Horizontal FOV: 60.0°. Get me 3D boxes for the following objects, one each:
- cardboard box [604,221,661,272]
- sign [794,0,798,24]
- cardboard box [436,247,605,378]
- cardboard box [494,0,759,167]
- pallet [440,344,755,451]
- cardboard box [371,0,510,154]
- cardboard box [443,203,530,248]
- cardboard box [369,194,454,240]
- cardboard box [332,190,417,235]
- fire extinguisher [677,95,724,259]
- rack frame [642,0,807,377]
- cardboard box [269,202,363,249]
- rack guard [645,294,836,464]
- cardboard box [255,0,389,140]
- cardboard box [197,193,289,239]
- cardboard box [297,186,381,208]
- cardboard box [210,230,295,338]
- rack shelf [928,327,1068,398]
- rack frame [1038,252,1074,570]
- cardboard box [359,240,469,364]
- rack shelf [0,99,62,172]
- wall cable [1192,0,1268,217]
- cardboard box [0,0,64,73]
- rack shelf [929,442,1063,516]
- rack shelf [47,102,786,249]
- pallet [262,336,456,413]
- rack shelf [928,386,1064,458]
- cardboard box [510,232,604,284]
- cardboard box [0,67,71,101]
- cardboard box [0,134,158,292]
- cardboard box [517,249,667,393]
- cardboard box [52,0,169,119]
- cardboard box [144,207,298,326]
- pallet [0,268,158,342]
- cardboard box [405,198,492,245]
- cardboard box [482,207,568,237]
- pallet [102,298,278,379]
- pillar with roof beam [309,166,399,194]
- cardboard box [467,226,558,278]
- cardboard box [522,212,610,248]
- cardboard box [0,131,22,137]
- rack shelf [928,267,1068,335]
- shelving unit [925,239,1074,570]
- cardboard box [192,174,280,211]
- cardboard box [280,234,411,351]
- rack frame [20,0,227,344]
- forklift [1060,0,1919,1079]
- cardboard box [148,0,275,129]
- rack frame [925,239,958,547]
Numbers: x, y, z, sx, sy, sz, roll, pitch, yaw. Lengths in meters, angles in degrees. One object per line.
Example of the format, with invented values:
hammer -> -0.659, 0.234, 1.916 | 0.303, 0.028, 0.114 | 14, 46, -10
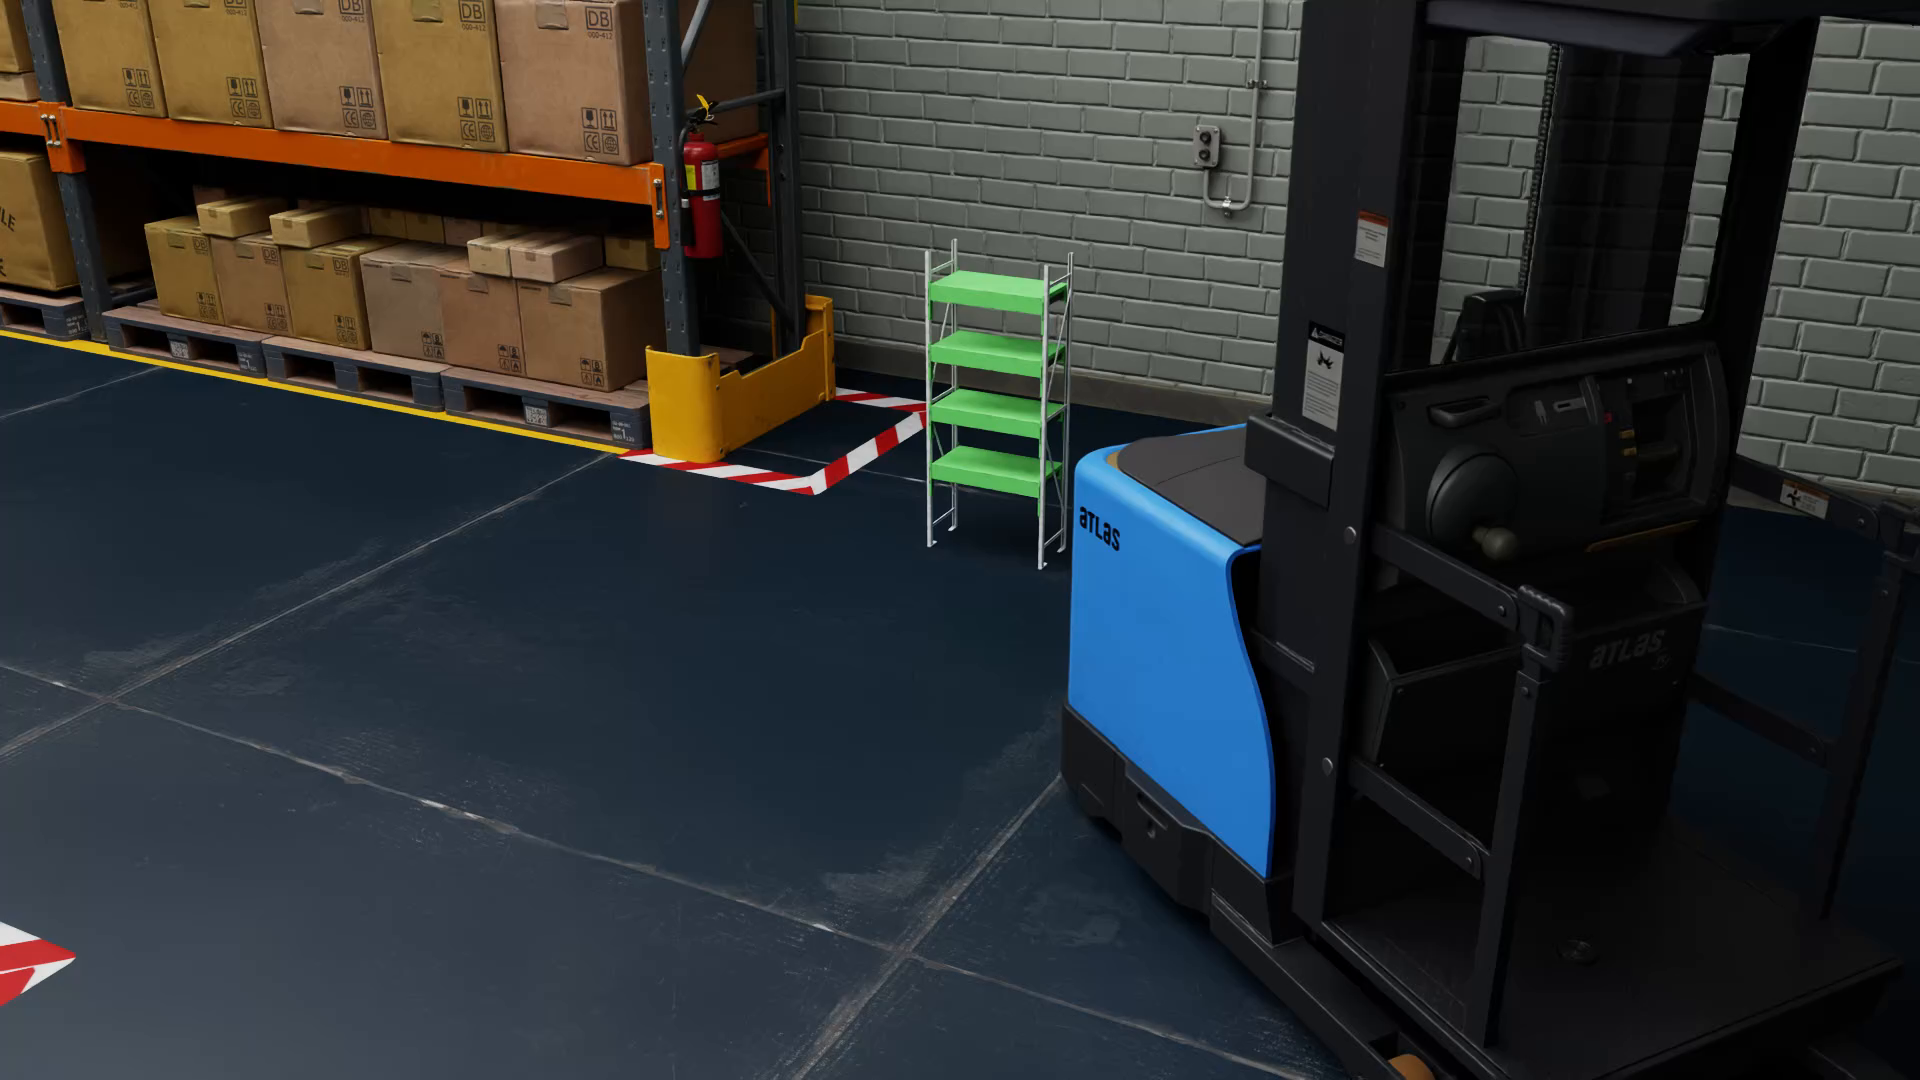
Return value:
cardboard box -> -1.517, -1.435, 8.119 | 0.250, 0.149, 0.380 | 11, 26, 25
sign -> -0.793, -2.584, 7.787 | 0.005, 0.325, 0.100 | 11, 25, 25
cardboard box -> -2.165, -1.177, 8.341 | 0.500, 0.500, 0.700 | 11, 25, 24
cardboard box -> -1.509, -2.181, 7.663 | 0.700, 0.700, 0.980 | 12, 26, 27
pallet -> -1.798, -0.787, 8.332 | 1.213, 0.211, 1.003 | 11, 25, 25
cardboard box -> -2.163, -2.306, 7.956 | 0.700, 0.700, 0.980 | 11, 25, 24
cardboard box -> -2.420, -1.613, 8.538 | 0.250, 0.149, 0.380 | 12, 26, 25
cardboard box -> -2.875, -1.703, 8.750 | 0.250, 0.149, 0.380 | 11, 25, 24
cardboard box -> -3.106, -1.748, 8.856 | 0.250, 0.149, 0.380 | 11, 26, 25
fire extinguisher -> -1.122, -1.562, 7.165 | 0.183, 0.674, 0.296 | 11, 25, 25
rack frame -> -1.049, -1.957, 7.518 | 0.127, 3.000, 1.000 | 11, 25, 25
cardboard box -> -3.308, -1.620, 8.556 | 0.250, 0.149, 0.380 | 10, 25, 23
rack guard -> -1.027, -0.802, 7.997 | 0.348, 0.500, 1.175 | 11, 25, 25
cardboard box -> -2.839, -2.444, 8.280 | 0.700, 0.700, 0.980 | 10, 25, 22
cardboard box -> -3.774, -1.712, 8.772 | 0.250, 0.149, 0.380 | 12, 26, 26
cardboard box -> -3.331, -1.793, 8.962 | 0.250, 0.149, 0.380 | 10, 25, 23
cardboard box -> -3.551, -1.448, 8.980 | 0.500, 0.500, 0.700 | 11, 25, 24
rack shelf -> 0.148, -0.685, 6.378 | 0.480, 0.148, 0.258 | 11, 25, 25
rack frame -> 0.365, -0.480, 6.345 | 0.015, 1.200, 0.240 | 11, 25, 25
cardboard box -> -2.614, -1.265, 8.550 | 0.500, 0.500, 0.700 | 10, 25, 23
rack shelf -> -6.403, -2.685, 10.150 | 4.000, 0.370, 1.077 | 11, 25, 25
wall cable -> 0.521, -2.528, 7.565 | 1.851, 1.984, 0.084 | 11, 25, 25
cardboard box -> -5.144, -2.849, 9.082 | 0.500, 0.500, 0.500 | 11, 25, 24
rack shelf -> 0.148, -0.243, 6.565 | 0.480, 0.148, 0.258 | 11, 25, 25
rack shelf -> -2.834, -1.979, 8.489 | 4.000, 0.370, 1.077 | 11, 25, 25
pallet -> -2.882, -1.003, 8.839 | 1.213, 0.211, 1.003 | 11, 25, 25
rack shelf -> 0.148, -0.464, 6.471 | 0.480, 0.148, 0.258 | 11, 25, 25
cardboard box -> -1.916, -1.346, 7.910 | 0.250, 0.149, 0.380 | 11, 25, 24
cardboard box -> -5.048, -2.517, 9.132 | 0.250, 0.149, 0.380 | 11, 26, 25
cardboard box -> -5.257, -1.936, 9.681 | 0.750, 0.750, 0.750 | 12, 26, 25
cardboard box -> -1.719, -1.088, 8.134 | 0.500, 0.500, 0.700 | 11, 25, 25
cardboard box -> -4.142, -2.700, 8.882 | 0.700, 0.700, 0.980 | 12, 26, 25
cardboard box -> -3.997, -1.538, 9.191 | 0.500, 0.500, 0.700 | 12, 26, 25
pallet -> -5.341, -1.490, 9.983 | 1.213, 0.211, 1.003 | 11, 25, 25
cardboard box -> -2.649, -1.658, 8.644 | 0.250, 0.149, 0.380 | 11, 26, 25
cardboard box -> -2.192, -1.568, 8.433 | 0.250, 0.149, 0.380 | 11, 26, 25
pallet -> -3.975, -1.218, 9.345 | 1.213, 0.211, 1.003 | 11, 25, 25
pillar with roof beam -> -5.546, -4.099, 4.889 | 0.400, 9.000, 9.100 | 11, 25, 25
cardboard box -> -2.144, -1.391, 8.016 | 0.250, 0.149, 0.380 | 12, 26, 26
cardboard box -> -1.969, -1.524, 8.329 | 0.250, 0.149, 0.380 | 11, 26, 25
cardboard box -> -6.052, -2.092, 10.047 | 0.750, 0.750, 0.750 | 12, 26, 26
rack shelf -> 0.148, -0.906, 6.284 | 0.480, 0.148, 0.258 | 11, 25, 25
shelving unit -> 0.148, -0.523, 6.446 | 0.503, 1.200, 0.258 | 11, 25, 25
cardboard box -> -4.037, -1.932, 9.288 | 0.250, 0.149, 0.380 | 11, 25, 24
cardboard box -> -3.094, -1.357, 8.765 | 0.500, 0.500, 0.700 | 12, 26, 26
rack frame -> -4.619, -2.663, 9.179 | 0.127, 3.000, 1.000 | 11, 25, 25
forklift -> 1.396, -0.170, 3.404 | 1.130, 2.935, 3.031 | -11, 25, -24
cardboard box -> -3.493, -2.569, 8.574 | 0.700, 0.700, 0.980 | 11, 25, 23
rack frame -> -0.070, -0.566, 6.548 | 0.015, 1.200, 0.240 | 11, 25, 25
